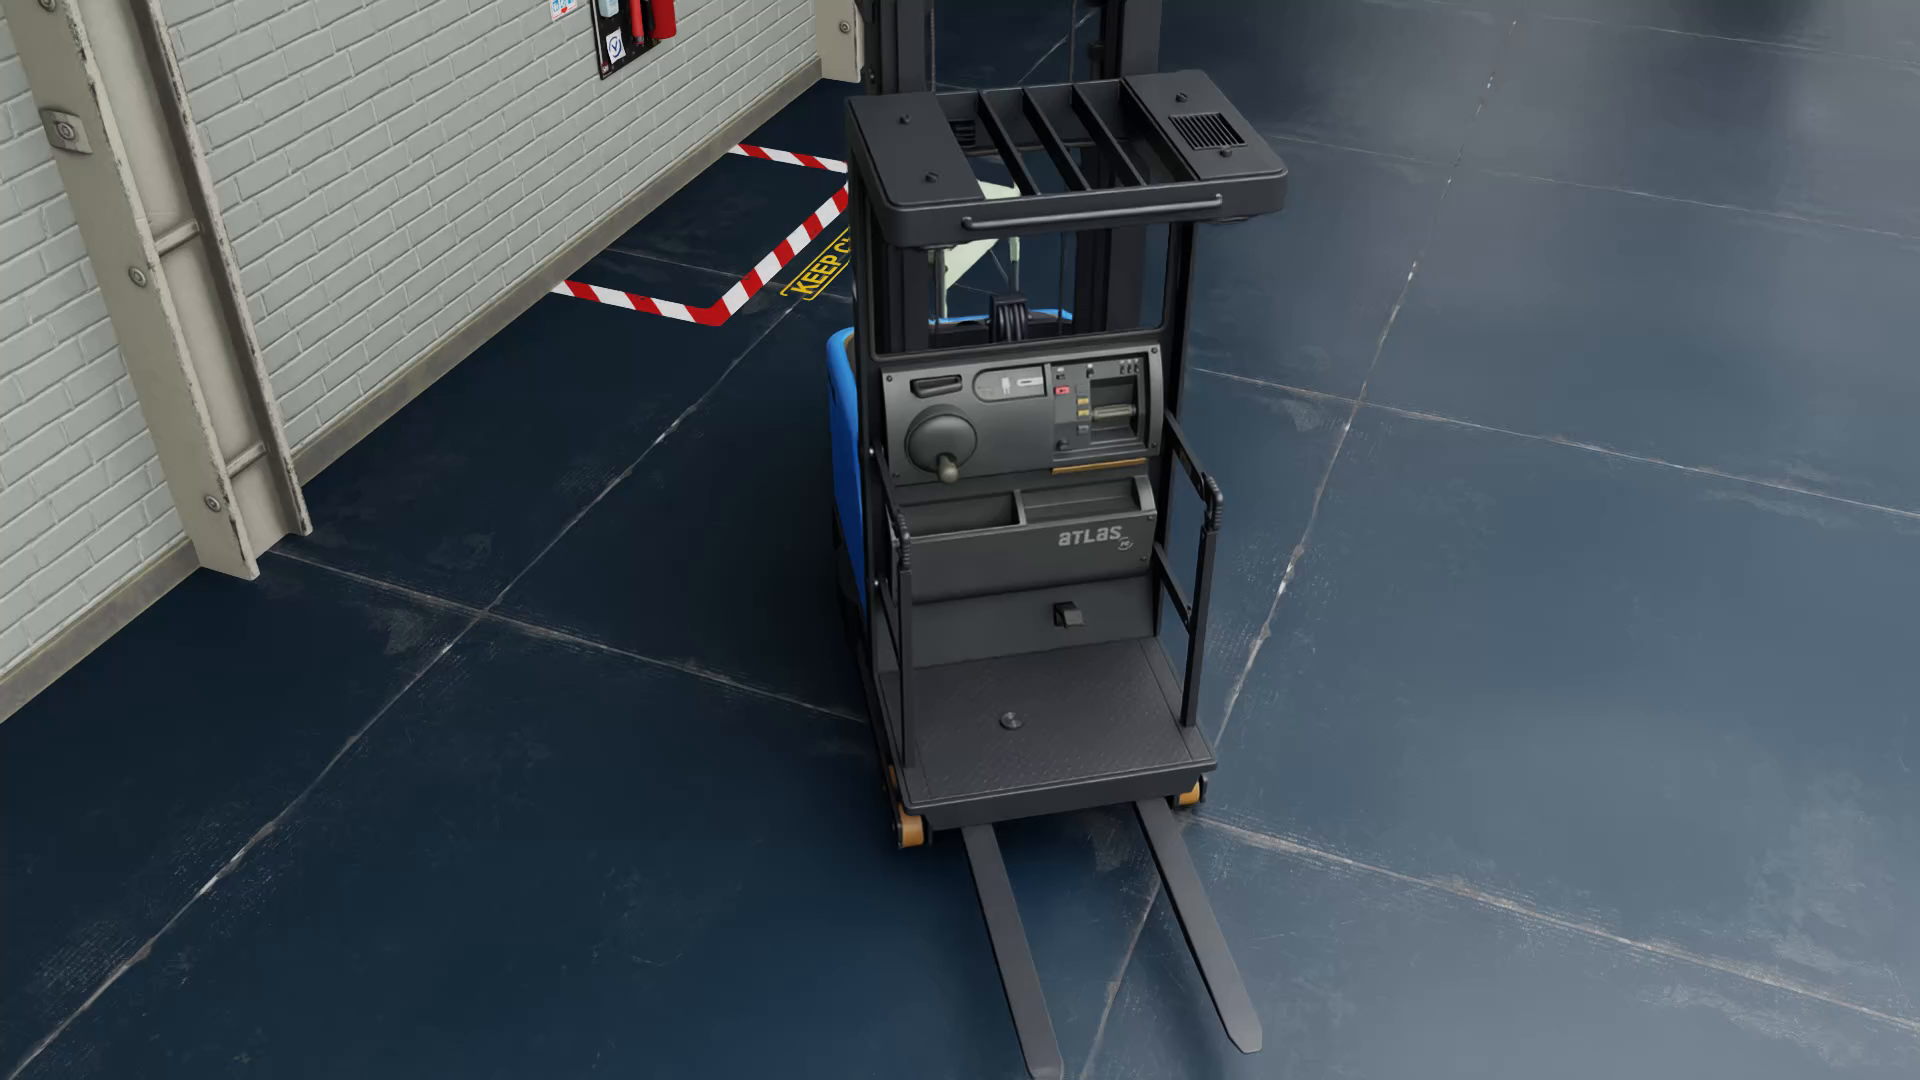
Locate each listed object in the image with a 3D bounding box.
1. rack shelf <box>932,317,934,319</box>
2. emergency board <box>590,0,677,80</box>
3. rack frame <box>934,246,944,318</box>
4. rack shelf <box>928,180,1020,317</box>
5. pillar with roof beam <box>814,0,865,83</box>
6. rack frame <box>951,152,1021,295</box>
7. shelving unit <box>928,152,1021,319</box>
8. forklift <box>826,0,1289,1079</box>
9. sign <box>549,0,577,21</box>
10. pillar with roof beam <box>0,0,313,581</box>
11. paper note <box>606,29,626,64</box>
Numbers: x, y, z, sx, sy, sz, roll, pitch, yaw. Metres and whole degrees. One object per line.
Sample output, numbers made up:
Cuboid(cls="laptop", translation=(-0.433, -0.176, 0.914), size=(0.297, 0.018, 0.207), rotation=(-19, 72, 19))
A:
Cuboid(cls="rack shelf", translation=(-0.086, -0.667, 7.435), size=(0.431, 0.370, 0.720), rotation=(16, 40, 21))
Cuboid(cls="emergency board", translation=(-1.750, -3.136, 8.940), size=(0.194, 1.169, 0.643), rotation=(14, 39, 18))
Cuboid(cls="rack frame", translation=(-0.248, -0.732, 6.976), size=(0.400, 1.500, 0.023), rotation=(16, 40, 21))
Cuboid(cls="rack shelf", translation=(-0.086, -1.241, 7.006), size=(0.431, 0.370, 0.720), rotation=(16, 40, 21))
Cuboid(cls="pillar with roof beam", translation=(3.207, -5.918, 7.651), size=(9.100, 9.000, 0.400), rotation=(14, 39, 18))
Cuboid(cls="rack frame", translation=(0.075, -1.125, 7.503), size=(0.400, 1.500, 0.023), rotation=(16, 40, 21))
Cuboid(cls="shelving unit", translation=(-0.086, -0.929, 7.239), size=(0.431, 1.500, 0.755), rotation=(16, 40, 21))
Cuboid(cls="forklift", translation=(0.256, -0.347, 5.265), size=(1.130, 2.935, 3.031), rotation=(-7, 37, -9))
Cuboid(cls="sign", translation=(-2.056, -2.868, 8.552), size=(0.001, 0.329, 0.234), rotation=(14, 39, 18))
Cuboid(cls="pillar with roof beam", translation=(0.924, -2.596, 3.207), size=(9.100, 9.000, 0.400), rotation=(14, 39, 18))
Cuboid(cls="paper note", translation=(-1.881, -2.701, 9.094), size=(0.016, 0.148, 0.142), rotation=(14, 39, 18))
